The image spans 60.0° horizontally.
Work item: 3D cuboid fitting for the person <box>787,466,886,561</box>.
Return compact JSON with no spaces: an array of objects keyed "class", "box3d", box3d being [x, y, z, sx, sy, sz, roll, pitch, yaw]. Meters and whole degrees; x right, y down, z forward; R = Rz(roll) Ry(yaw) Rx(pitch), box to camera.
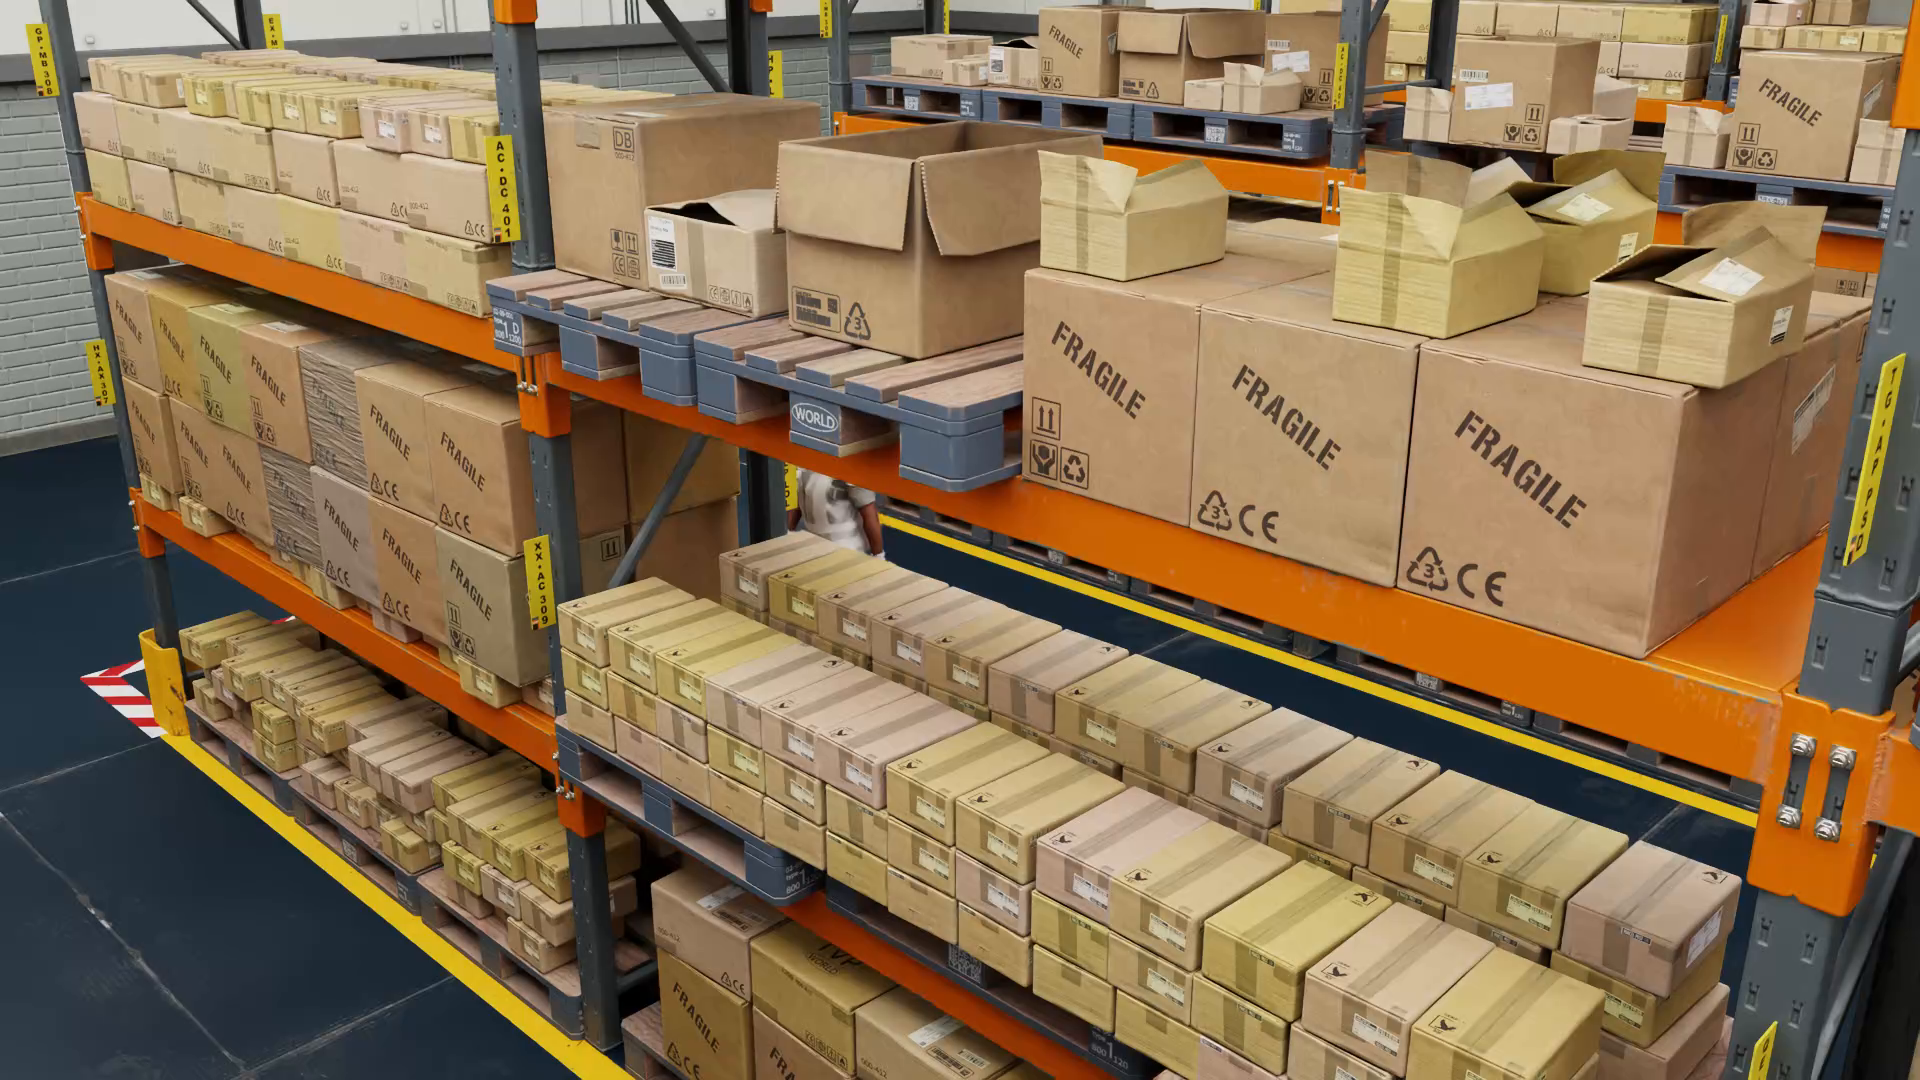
[{"class":"person","box3d":[-0.684,0.035,8.986,0.974,1.741,0.532,-6,21,-16]}]
